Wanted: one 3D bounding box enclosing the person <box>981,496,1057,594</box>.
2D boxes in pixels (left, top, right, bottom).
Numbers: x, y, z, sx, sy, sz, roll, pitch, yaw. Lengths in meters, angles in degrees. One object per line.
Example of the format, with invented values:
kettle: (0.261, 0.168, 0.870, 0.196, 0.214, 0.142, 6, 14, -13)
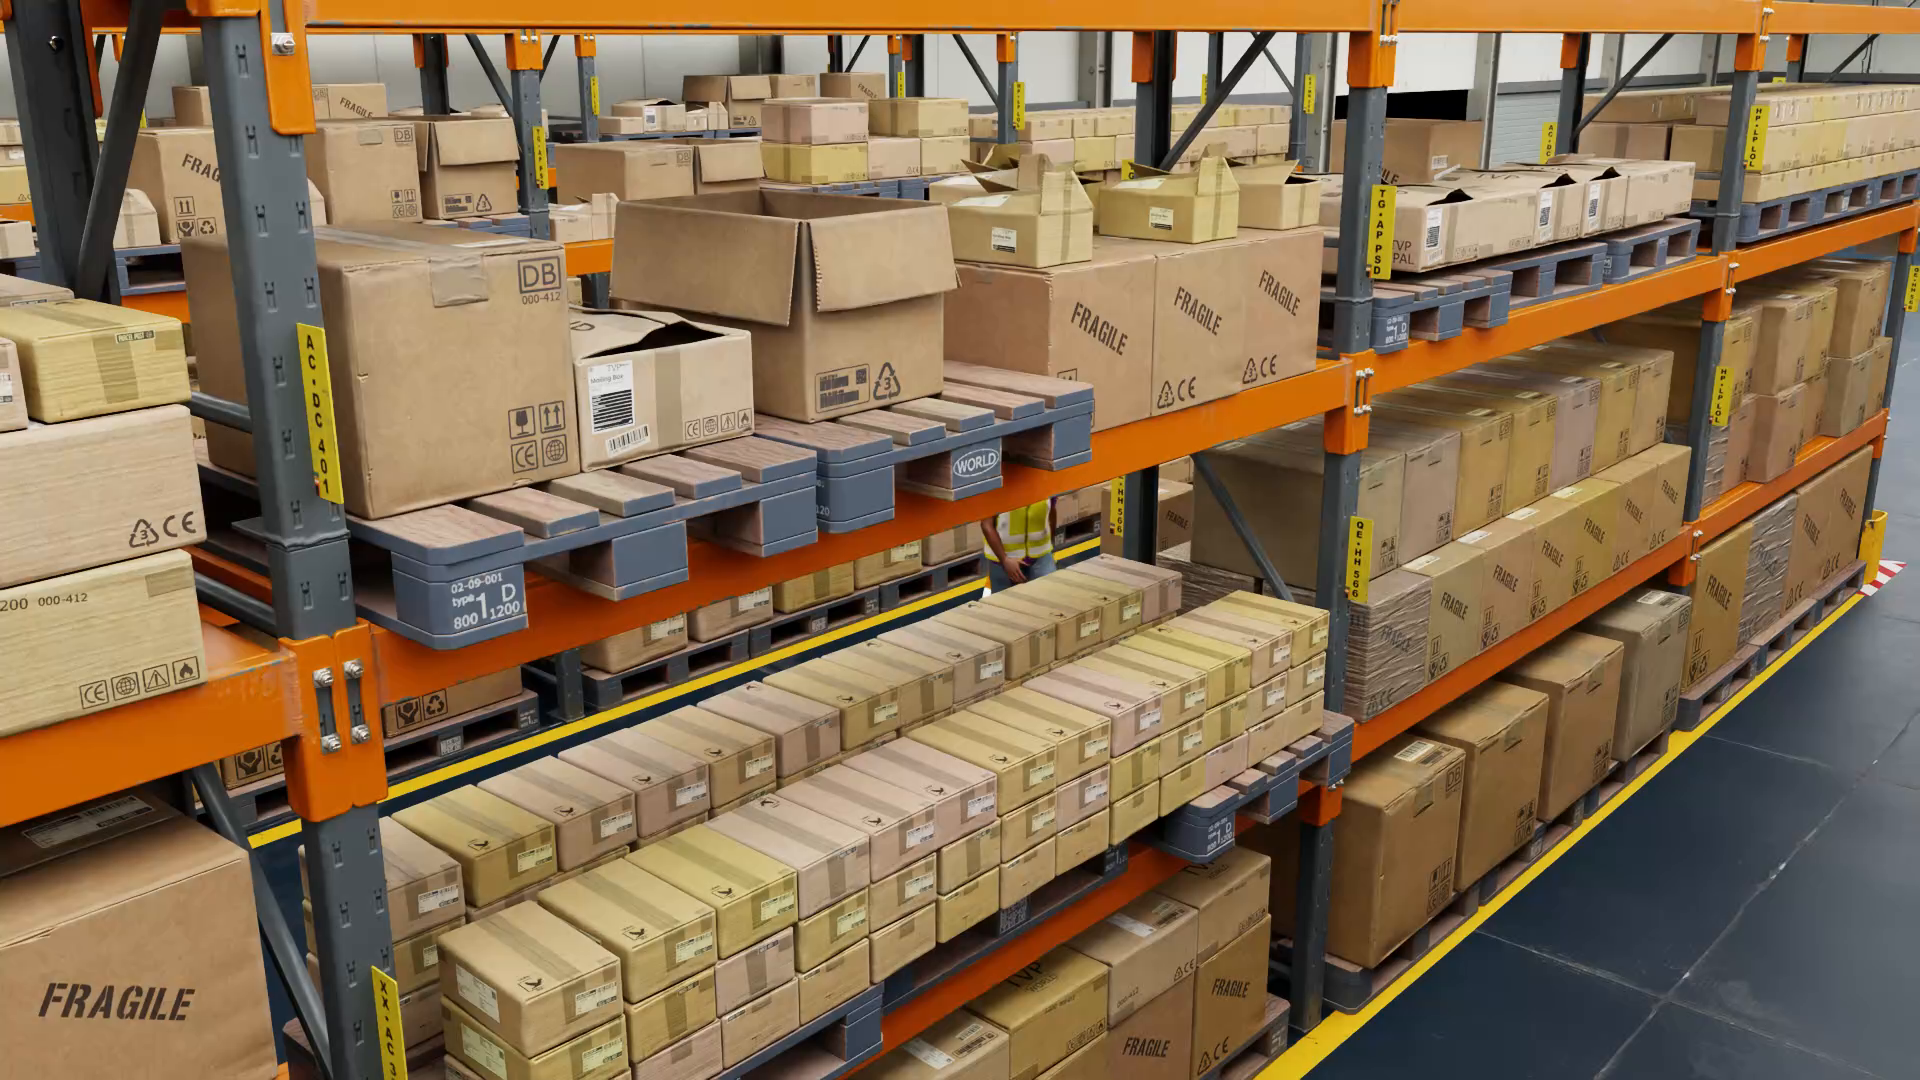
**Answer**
person: (0.381, 0.084, 10.205, 0.604, 1.711, 0.822, -6, 18, -19)
